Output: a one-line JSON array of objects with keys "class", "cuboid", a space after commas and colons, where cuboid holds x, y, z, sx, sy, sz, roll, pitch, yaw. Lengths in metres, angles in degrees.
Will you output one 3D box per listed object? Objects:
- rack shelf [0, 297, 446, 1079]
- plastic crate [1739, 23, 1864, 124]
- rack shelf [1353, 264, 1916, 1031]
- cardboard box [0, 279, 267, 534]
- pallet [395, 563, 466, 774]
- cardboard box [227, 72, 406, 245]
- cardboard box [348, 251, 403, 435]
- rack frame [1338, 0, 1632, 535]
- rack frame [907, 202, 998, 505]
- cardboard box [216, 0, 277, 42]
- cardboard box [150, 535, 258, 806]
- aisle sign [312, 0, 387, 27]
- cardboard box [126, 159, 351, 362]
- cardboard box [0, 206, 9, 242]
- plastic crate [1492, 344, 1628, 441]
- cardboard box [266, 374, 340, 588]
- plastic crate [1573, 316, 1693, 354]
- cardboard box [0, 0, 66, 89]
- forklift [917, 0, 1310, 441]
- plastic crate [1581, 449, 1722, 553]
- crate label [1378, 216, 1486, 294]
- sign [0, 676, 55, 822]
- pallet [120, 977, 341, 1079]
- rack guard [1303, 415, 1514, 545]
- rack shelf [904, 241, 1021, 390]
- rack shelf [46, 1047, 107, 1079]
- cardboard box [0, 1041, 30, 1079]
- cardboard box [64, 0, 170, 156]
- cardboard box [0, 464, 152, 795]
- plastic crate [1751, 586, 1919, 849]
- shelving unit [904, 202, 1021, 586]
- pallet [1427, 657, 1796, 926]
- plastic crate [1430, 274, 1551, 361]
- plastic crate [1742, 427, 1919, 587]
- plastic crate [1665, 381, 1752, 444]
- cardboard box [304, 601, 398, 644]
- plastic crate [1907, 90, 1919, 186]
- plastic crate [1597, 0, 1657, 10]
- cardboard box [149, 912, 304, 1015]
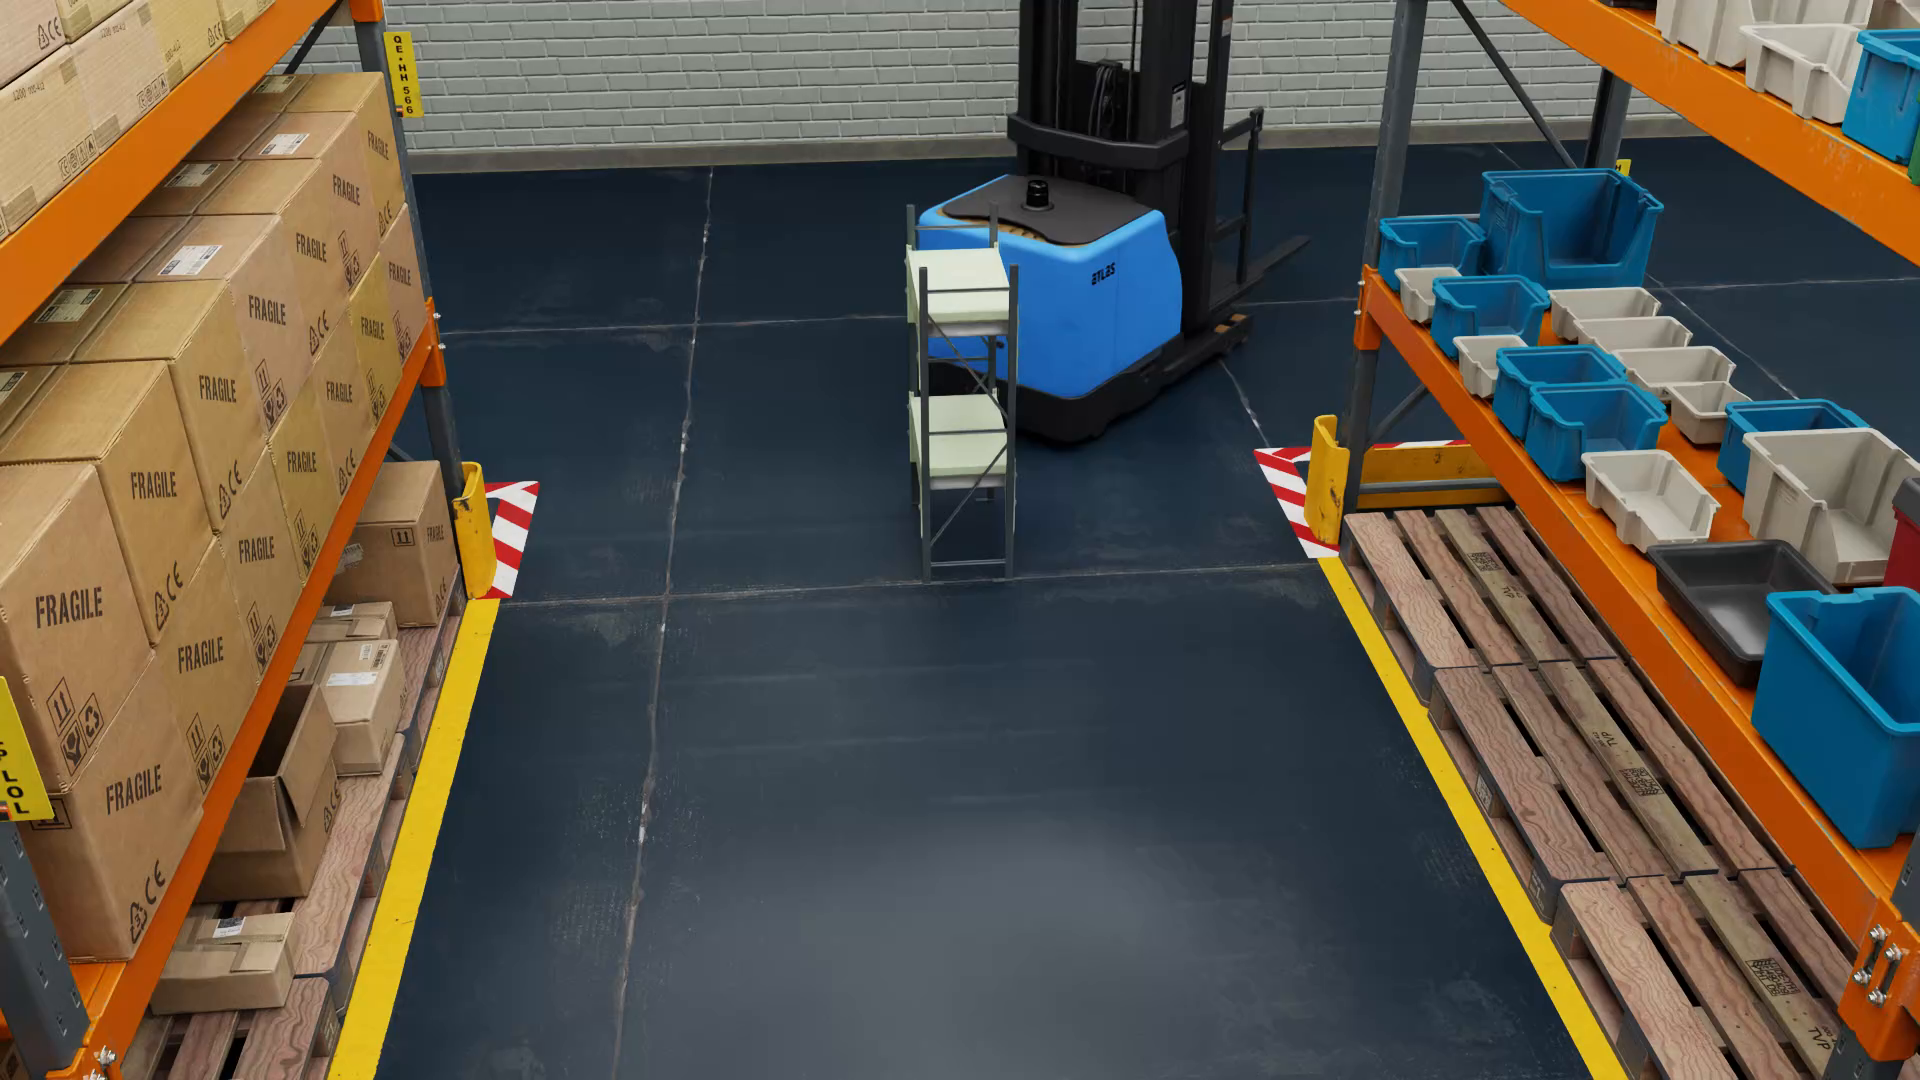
[{"class": "rack shelf", "cuboid": [-2.496, 0.200, 5.192, 1.077, 0.370, 4.000, -3, 31, -5]}, {"class": "plastic crate", "cuboid": [2.125, -1.129, 4.047, 0.293, 0.136, 0.466, -3, 31, -5]}, {"class": "rack shelf", "cuboid": [2.436, -0.036, 5.586, 1.077, 0.370, 4.000, -3, 31, -5]}, {"class": "cardboard box", "cuboid": [-2.170, -0.340, 4.322, 0.500, 0.500, 0.500, -4, 31, -6]}, {"class": "pallet", "cuboid": [-2.601, 0.513, 6.686, 1.003, 0.211, 1.213, -3, 31, -5]}, {"class": "cardboard box", "cuboid": [-2.368, -1.388, 6.076, 0.500, 0.500, 0.500, -3, 31, -5]}, {"class": "cardboard box", "cuboid": [-2.318, -0.693, 5.887, 0.500, 0.500, 0.500, -2, 31, -4]}, {"class": "rack frame", "cuboid": [2.249, -1.366, 7.111, 1.000, 3.000, 0.127, -3, 31, -5]}, {"class": "rack frame", "cuboid": [-0.034, -0.827, 7.673, 0.400, 1.500, 0.023, -3, 31, -5]}, {"class": "cardboard box", "cuboid": [-2.277, -1.593, 4.714, 0.500, 0.250, 0.500, -3, 31, -5]}, {"class": "cardboard box", "cuboid": [-2.137, 0.335, 4.167, 0.500, 0.500, 0.500, -2, 31, -4]}, {"class": "aisle sign", "cuboid": [-2.385, -2.296, 6.133, 0.394, 0.787, 0.004, -3, 31, -5]}, {"class": "cardboard box", "cuboid": [-2.267, -0.866, 5.202, 0.500, 0.500, 0.500, -2, 31, -3]}, {"class": "cardboard box", "cuboid": [-2.109, -0.571, 3.003, 0.500, 0.250, 0.500, -3, 31, -5]}, {"class": "plastic crate", "cuboid": [2.067, -0.505, 5.776, 0.416, 0.233, 0.300, -3, 31, -5]}, {"class": "cardboard box", "cuboid": [-2.230, -0.180, 5.030, 0.500, 0.500, 0.500, -3, 31, -5]}, {"class": "plastic crate", "cuboid": [2.518, -0.722, 6.232, 0.396, 0.136, 0.243, -3, 31, -5]}, {"class": "cardboard box", "cuboid": [-2.156, -1.041, 3.302, 0.500, 0.250, 0.500, -3, 31, -5]}, {"class": "forklift", "cuboid": [1.052, -2.459, 9.008, 1.130, 2.935, 3.031, 21, 37, 31]}, {"class": "plastic crate", "cuboid": [2.161, -0.111, 5.209, 0.293, 0.136, 0.466, -3, 31, -5]}, {"class": "crate label", "cuboid": [1.944, -1.178, 6.901, 0.416, 0.233, 0.303, -3, 31, -5]}, {"class": "sign", "cuboid": [-1.757, 0.387, 3.049, 0.100, 0.325, 0.005, -3, 31, -5]}, {"class": "pallet", "cuboid": [-2.373, 1.759, 4.600, 1.003, 0.211, 1.213, -3, 31, -5]}, {"class": "rack guard", "cuboid": [2.234, -0.304, 7.772, 1.175, 0.500, 0.348, -3, 31, -5]}, {"class": "rack shelf", "cuboid": [0.001, -0.976, 7.160, 0.431, 0.370, 0.720, -3, 31, -5]}, {"class": "rack shelf", "cuboid": [-2.123, 2.242, 1.773, 1.077, 0.370, 4.000, -3, 31, -5]}, {"class": "cardboard box", "cuboid": [-2.645, 1.519, 4.290, 0.500, 0.500, 0.500, -3, 31, -5]}, {"class": "cardboard box", "cuboid": [-2.197, -1.082, 3.858, 0.500, 0.250, 0.500, -3, 31, -5]}, {"class": "cardboard box", "cuboid": [-2.073, 0.186, 3.441, 0.500, 0.500, 0.500, -2, 31, -3]}, {"class": "plastic crate", "cuboid": [2.239, 0.436, 4.052, 0.392, 0.384, 0.575, -3, 31, -5]}, {"class": "shelving unit", "cuboid": [0.001, -0.640, 7.360, 0.431, 1.500, 0.755, -3, 31, -5]}, {"class": "pallet", "cuboid": [2.398, 0.876, 6.078, 1.003, 0.211, 1.213, -3, 31, -5]}, {"class": "plastic crate", "cuboid": [2.006, -0.841, 6.338, 0.416, 0.233, 0.300, -3, 31, -5]}, {"class": "plastic crate", "cuboid": [2.663, -0.087, 5.027, 0.437, 0.282, 0.530, -3, 31, -5]}, {"class": "plastic crate", "cuboid": [2.614, -0.430, 5.744, 0.298, 0.136, 0.250, -3, 31, -5]}, {"class": "cardboard box", "cuboid": [-2.439, 0.374, 6.532, 0.380, 0.166, 0.250, -3, 31, -5]}, {"class": "plastic crate", "cuboid": [2.282, -0.722, 3.315, 0.450, 0.188, 0.662, -3, 31, -5]}, {"class": "plastic crate", "cuboid": [2.118, -1.833, 5.030, 0.504, 0.338, 0.767, -3, 31, -5]}, {"class": "cardboard box", "cuboid": [-2.224, 1.274, 5.026, 0.380, 0.166, 0.250, -3, 31, -5]}]
